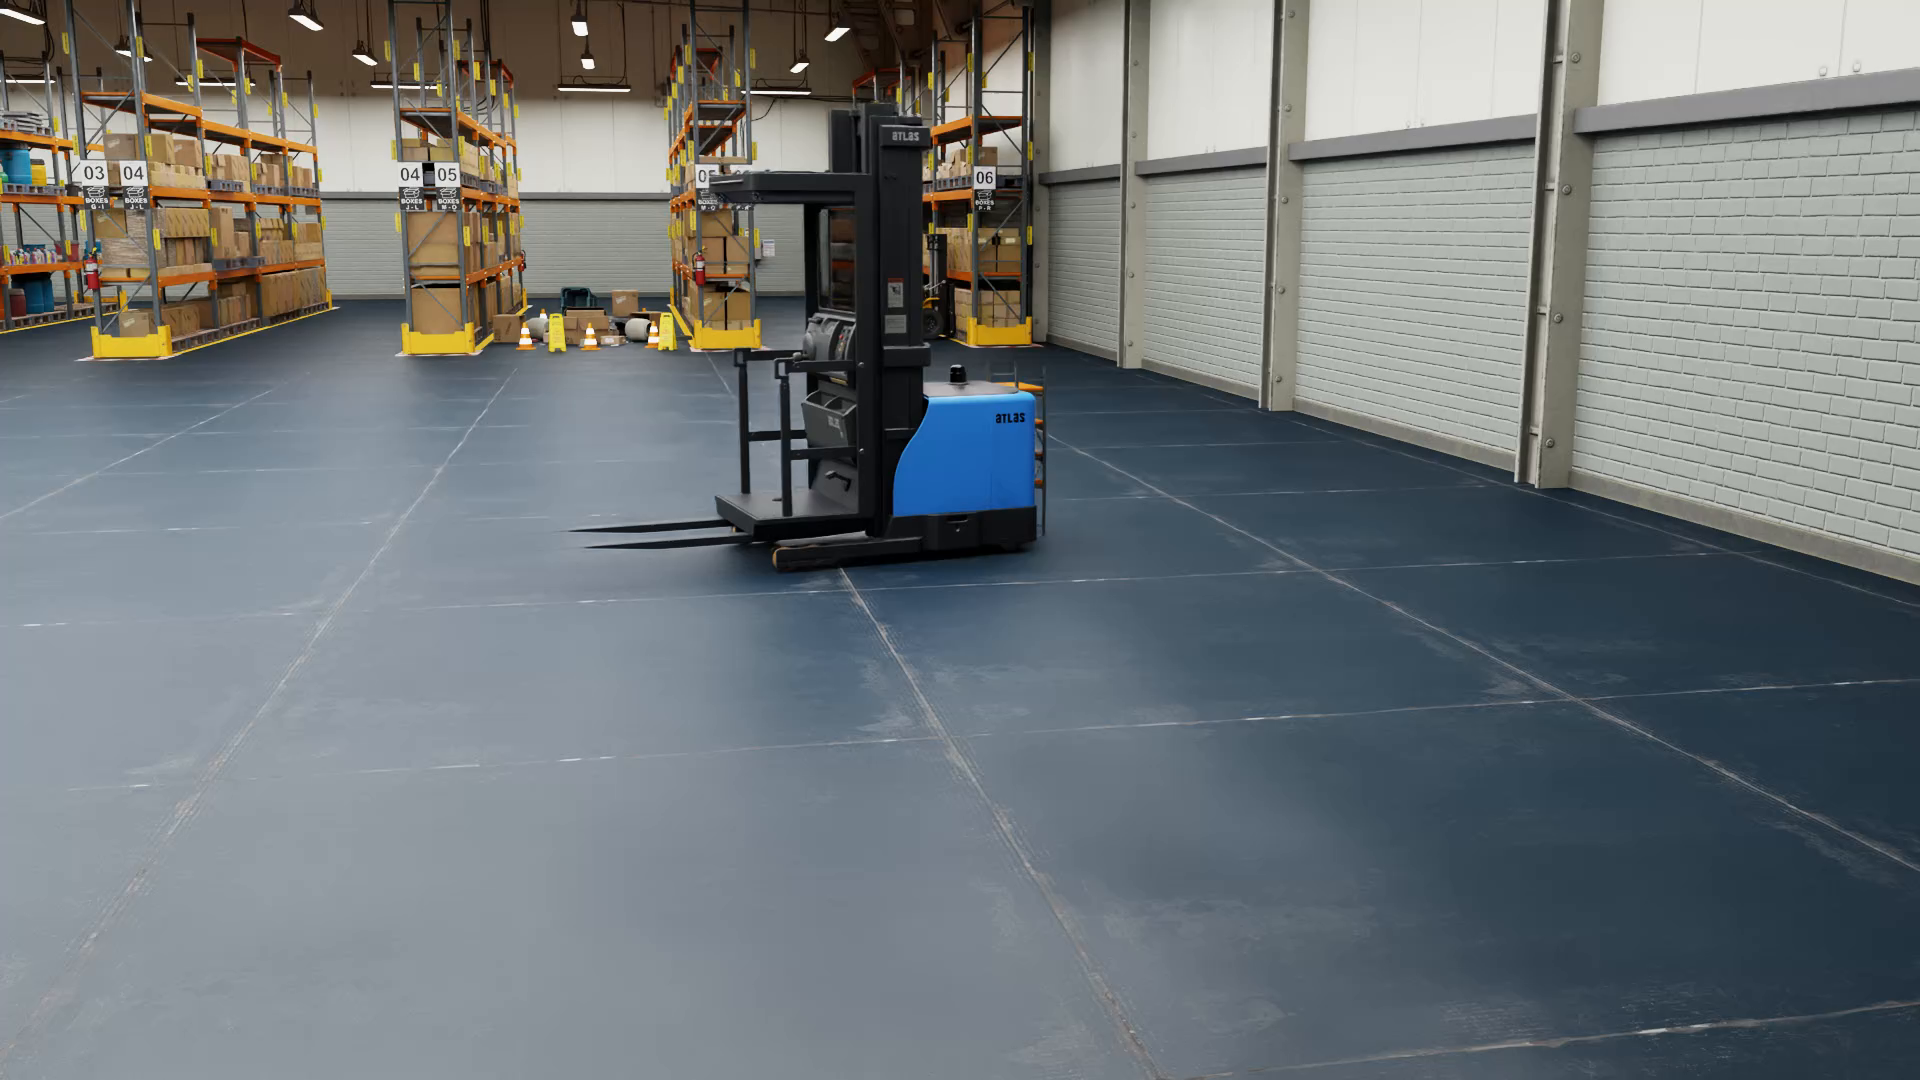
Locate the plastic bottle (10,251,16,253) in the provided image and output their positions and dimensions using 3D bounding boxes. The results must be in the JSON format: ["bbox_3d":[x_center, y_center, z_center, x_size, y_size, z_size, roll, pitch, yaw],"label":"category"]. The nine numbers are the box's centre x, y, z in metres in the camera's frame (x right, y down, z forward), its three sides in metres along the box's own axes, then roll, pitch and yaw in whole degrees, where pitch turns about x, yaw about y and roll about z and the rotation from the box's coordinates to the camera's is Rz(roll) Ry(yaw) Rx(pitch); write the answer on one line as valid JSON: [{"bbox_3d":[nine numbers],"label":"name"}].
[{"bbox_3d":[-21.272,-6.343,37.330,0.152,0.276,0.135,-2,11,-11],"label":"plastic bottle"}]

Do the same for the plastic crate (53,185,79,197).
[{"bbox_3d":[-21.032,-8.217,39.170,0.497,0.269,0.590,-2,11,-11],"label":"plastic crate"}]

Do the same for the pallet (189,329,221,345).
[{"bbox_3d":[-14.480,-3.791,31.047,1.003,0.211,1.213,-2,11,-11],"label":"pallet"}]

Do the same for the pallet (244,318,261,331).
[{"bbox_3d":[-15.272,-4.503,34.789,1.003,0.211,1.213,-2,11,-11],"label":"pallet"}]

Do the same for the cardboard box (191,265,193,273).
[{"bbox_3d":[-14.120,-4.899,30.085,0.380,0.149,0.250,-2,11,-11],"label":"cardboard box"}]

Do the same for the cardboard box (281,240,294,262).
[{"bbox_3d":[-15.842,-6.723,38.728,0.500,0.500,0.500,-2,11,-11],"label":"cardboard box"}]

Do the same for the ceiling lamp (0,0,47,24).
[{"bbox_3d":[-16.732,-10.994,29.779,0.800,3.185,2.000,-2,11,-11],"label":"ceiling lamp"}]

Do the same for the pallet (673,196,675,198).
[{"bbox_3d":[-6.863,-8.914,42.720,1.003,0.211,1.213,-2,11,-11],"label":"pallet"}]

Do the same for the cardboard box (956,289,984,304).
[{"bbox_3d":[0.221,-4.604,31.417,0.500,0.250,0.500,-2,11,-10],"label":"cardboard box"}]

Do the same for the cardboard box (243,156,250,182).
[{"bbox_3d":[-15.085,-7.706,34.533,0.500,0.500,0.500,-2,11,-10],"label":"cardboard box"}]

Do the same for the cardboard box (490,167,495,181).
[{"bbox_3d":[-10.041,-7.682,34.861,0.500,0.311,0.500,-2,11,-11],"label":"cardboard box"}]

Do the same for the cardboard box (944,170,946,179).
[{"bbox_3d":[-0.117,-7.195,32.736,0.380,0.149,0.250,-2,11,-9],"label":"cardboard box"}]

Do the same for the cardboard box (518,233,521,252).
[{"bbox_3d":[-11.754,-7.767,43.419,0.500,0.500,0.500,-2,11,-10],"label":"cardboard box"}]

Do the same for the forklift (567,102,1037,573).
[{"bbox_3d":[-1.045,-1.343,10.916,3.031,2.935,1.130,-4,12,-22],"label":"forklift"}]

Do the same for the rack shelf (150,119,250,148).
[{"bbox_3d":[-15.034,-8.046,32.898,1.077,0.370,4.000,-2,11,-11],"label":"rack shelf"}]

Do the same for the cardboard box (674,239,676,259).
[{"bbox_3d":[-6.927,-7.329,41.913,0.500,0.500,0.500,-2,11,-12],"label":"cardboard box"}]

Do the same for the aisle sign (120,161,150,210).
[{"bbox_3d":[-13.561,-5.825,27.327,0.394,0.787,0.004,-2,11,-11],"label":"aisle sign"}]

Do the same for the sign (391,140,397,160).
[{"bbox_3d":[-9.517,-6.563,27.977,0.100,0.325,0.005,-2,11,-11],"label":"sign"}]

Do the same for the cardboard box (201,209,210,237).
[{"bbox_3d":[-14.288,-5.896,30.915,0.500,0.500,0.500,-2,11,-11],"label":"cardboard box"}]

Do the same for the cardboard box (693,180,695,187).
[{"bbox_3d":[-4.571,-6.359,29.733,0.380,0.149,0.250,-2,11,-11],"label":"cardboard box"}]

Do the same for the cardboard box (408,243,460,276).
[{"bbox_3d":[-9.099,-4.851,28.758,0.875,0.550,0.550,-2,11,-11],"label":"cardboard box"}]

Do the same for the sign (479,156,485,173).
[{"bbox_3d":[-9.216,-7.231,32.048,0.100,0.325,0.005,-2,11,-11],"label":"sign"}]

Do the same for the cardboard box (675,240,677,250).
[{"bbox_3d":[-6.671,-7.191,40.519,0.500,0.250,0.500,-2,11,-13],"label":"cardboard box"}]

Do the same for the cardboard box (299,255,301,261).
[{"bbox_3d":[-15.983,-6.741,39.761,0.380,0.149,0.250,-2,11,-13],"label":"cardboard box"}]

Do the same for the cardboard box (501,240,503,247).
[{"bbox_3d":[-10.890,-6.931,38.841,0.380,0.149,0.250,-2,11,-13],"label":"cardboard box"}]

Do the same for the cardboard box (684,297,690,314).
[{"bbox_3d":[-5.602,-5.188,36.835,0.950,0.372,0.625,-3,11,-15],"label":"cardboard box"}]

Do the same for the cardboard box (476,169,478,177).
[{"bbox_3d":[-9.326,-6.948,31.439,0.380,0.149,0.250,-2,11,-10],"label":"cardboard box"}]

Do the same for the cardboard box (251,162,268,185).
[{"bbox_3d":[-15.841,-8.120,36.916,0.797,0.503,0.637,-2,11,-12],"label":"cardboard box"}]

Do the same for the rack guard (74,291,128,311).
[{"bbox_3d":[-21.855,-6.079,42.298,1.175,0.500,0.348,-2,11,-11],"label":"rack guard"}]

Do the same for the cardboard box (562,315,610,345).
[{"bbox_3d":[-6.971,-3.913,30.908,0.637,0.503,0.797,9,14,38],"label":"cardboard box"}]

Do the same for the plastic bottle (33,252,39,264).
[{"bbox_3d":[-20.425,-6.221,36.692,0.152,0.276,0.135,-2,11,-11],"label":"plastic bottle"}]

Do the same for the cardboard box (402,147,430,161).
[{"bbox_3d":[-9.351,-6.591,28.498,0.500,0.250,0.500,-2,11,-10],"label":"cardboard box"}]

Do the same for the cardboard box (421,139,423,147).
[{"bbox_3d":[-9.428,-6.803,28.543,0.380,0.149,0.250,-2,11,-11],"label":"cardboard box"}]

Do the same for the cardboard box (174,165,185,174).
[{"bbox_3d":[-14.037,-6.587,29.596,0.380,0.149,0.250,-2,11,-8],"label":"cardboard box"}]

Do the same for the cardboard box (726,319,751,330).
[{"bbox_3d":[-4.032,-3.923,30.514,0.500,0.250,0.500,-2,11,-11],"label":"cardboard box"}]

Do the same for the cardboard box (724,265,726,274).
[{"bbox_3d":[-4.073,-4.901,30.097,0.380,0.149,0.250,-2,11,-10],"label":"cardboard box"}]

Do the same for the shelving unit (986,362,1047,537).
[{"bbox_3d":[0.399,-0.651,11.909,0.258,1.200,0.503,-5,12,-23],"label":"shelving unit"}]

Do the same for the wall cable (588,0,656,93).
[{"bbox_3d":[-10.159,-14.714,48.891,2.355,3.000,0.029,-2,11,-11],"label":"wall cable"}]

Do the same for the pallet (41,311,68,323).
[{"bbox_3d":[-20.950,-5.057,37.699,1.003,0.211,1.213,-2,11,-11],"label":"pallet"}]

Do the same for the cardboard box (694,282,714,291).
[{"bbox_3d":[-4.741,-4.700,30.859,0.380,0.149,0.250,-2,11,-10],"label":"cardboard box"}]

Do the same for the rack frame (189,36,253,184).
[{"bbox_3d":[-15.423,-8.963,34.720,1.000,3.000,0.127,-2,11,-11],"label":"rack frame"}]

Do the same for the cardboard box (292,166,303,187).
[{"bbox_3d":[-16.475,-8.869,40.590,0.700,0.500,0.500,-2,11,-9],"label":"cardboard box"}]

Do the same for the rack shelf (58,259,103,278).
[{"bbox_3d":[-21.448,-6.583,40.184,1.077,0.370,4.000,-2,11,-11],"label":"rack shelf"}]

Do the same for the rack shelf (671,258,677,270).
[{"bbox_3d":[-6.869,-7.123,43.024,1.077,0.370,4.000,-2,11,-11],"label":"rack shelf"}]

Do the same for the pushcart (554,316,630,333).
[{"bbox_3d":[-7.151,-4.262,33.082,1.648,0.377,0.936,-6,13,-31],"label":"pushcart"}]

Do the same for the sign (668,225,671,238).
[{"bbox_3d":[-7.804,-8.289,44.695,0.100,0.325,0.005,-2,11,-11],"label":"sign"}]

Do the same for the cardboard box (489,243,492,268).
[{"bbox_3d":[-9.792,-5.784,33.795,0.500,0.500,0.500,-2,11,-11],"label":"cardboard box"}]

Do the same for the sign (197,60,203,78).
[{"bbox_3d":[-14.109,-8.743,30.857,0.100,0.325,0.005,-2,11,-11],"label":"sign"}]

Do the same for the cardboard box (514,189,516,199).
[{"bbox_3d":[-11.434,-8.689,41.707,0.500,0.250,0.500,-2,11,-8],"label":"cardboard box"}]

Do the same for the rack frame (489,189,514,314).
[{"bbox_3d":[-11.316,-6.911,39.986,1.000,3.000,0.127,-2,11,-11],"label":"rack frame"}]

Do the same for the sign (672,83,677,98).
[{"bbox_3d":[-6.246,-9.839,36.402,0.100,0.325,0.005,-2,11,-11],"label":"sign"}]

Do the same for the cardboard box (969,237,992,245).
[{"bbox_3d":[0.380,-5.511,30.628,0.380,0.149,0.250,-2,11,-10],"label":"cardboard box"}]
